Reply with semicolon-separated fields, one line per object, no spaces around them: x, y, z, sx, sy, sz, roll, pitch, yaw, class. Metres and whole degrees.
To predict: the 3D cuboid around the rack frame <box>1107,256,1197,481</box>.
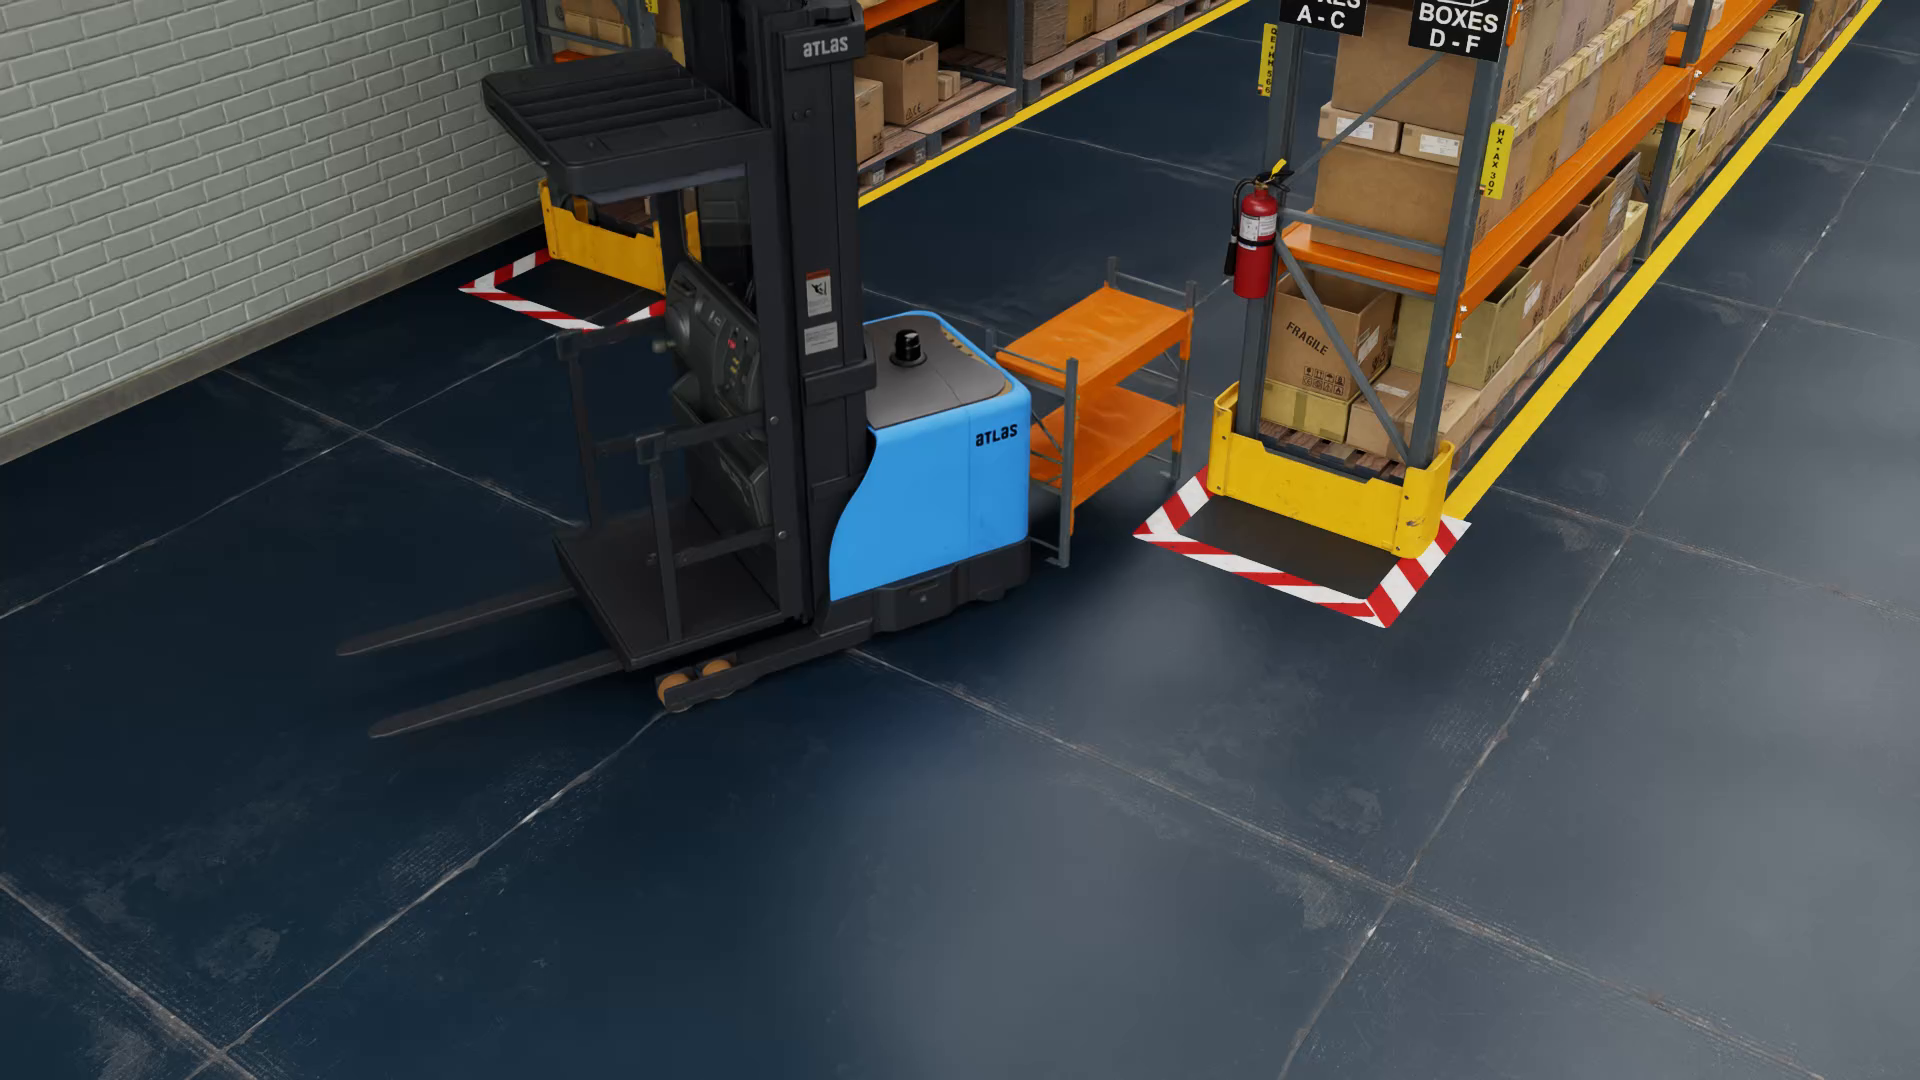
0.949;-0.870;8.532;0.500;1.125;0.032;24;41;31;rack frame

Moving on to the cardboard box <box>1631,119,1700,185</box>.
4.569;-2.632;11.043;0.500;0.311;0.500;21;40;28;cardboard box

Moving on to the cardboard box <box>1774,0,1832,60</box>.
6.904;-4.359;13.857;0.500;0.500;0.500;23;40;30;cardboard box

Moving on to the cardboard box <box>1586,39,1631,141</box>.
3.296;-2.614;9.349;0.700;0.500;0.500;22;40;29;cardboard box

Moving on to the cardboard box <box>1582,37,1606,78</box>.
3.126;-2.542;8.663;0.380;0.149;0.250;22;40;29;cardboard box

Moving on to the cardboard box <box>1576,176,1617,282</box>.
3.467;-1.858;9.731;0.500;0.500;0.500;21;39;28;cardboard box

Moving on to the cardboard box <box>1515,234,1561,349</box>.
2.895;-1.399;9.051;0.500;0.500;0.500;21;39;28;cardboard box

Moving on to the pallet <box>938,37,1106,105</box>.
0.500;-4.038;14.032;1.003;0.211;1.213;21;39;28;pallet

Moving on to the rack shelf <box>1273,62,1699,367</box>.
2.988;-2.035;9.224;1.077;0.370;4.000;21;39;28;rack shelf

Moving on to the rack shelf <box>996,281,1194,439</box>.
0.636;-0.888;8.036;0.538;0.278;1.000;24;41;31;rack shelf

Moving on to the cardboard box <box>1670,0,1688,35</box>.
4.374;-3.432;10.781;0.500;0.250;0.500;24;41;31;cardboard box

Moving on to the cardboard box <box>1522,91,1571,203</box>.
2.708;-2.135;8.640;0.700;0.500;0.500;22;40;28;cardboard box

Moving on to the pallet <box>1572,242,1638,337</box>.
3.641;-1.746;10.643;1.003;0.211;1.213;21;39;28;pallet

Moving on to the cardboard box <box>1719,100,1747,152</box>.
5.439;-3.103;12.240;0.500;0.250;0.500;22;40;29;cardboard box

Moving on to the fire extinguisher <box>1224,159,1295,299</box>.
1.399;-1.475;7.822;0.296;0.674;0.183;21;39;28;fire extinguisher

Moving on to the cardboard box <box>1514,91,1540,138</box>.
2.540;-2.071;7.967;0.380;0.149;0.250;21;40;28;cardboard box

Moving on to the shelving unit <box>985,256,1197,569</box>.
0.636;-0.645;8.200;0.538;1.125;1.048;24;41;31;shelving unit

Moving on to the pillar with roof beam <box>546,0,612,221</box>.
1.002;-4.702;7.170;9.100;9.000;0.400;21;39;28;pillar with roof beam

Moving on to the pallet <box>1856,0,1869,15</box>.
8.258;-5.394;16.038;1.003;0.211;1.213;21;39;28;pallet

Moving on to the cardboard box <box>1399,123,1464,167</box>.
2.249;-1.835;7.617;0.380;0.149;0.250;21;39;28;cardboard box

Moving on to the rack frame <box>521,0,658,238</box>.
-2.224;-2.993;9.999;1.000;3.000;0.127;21;39;28;rack frame

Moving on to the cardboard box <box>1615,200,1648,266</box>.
4.044;-2.005;10.617;0.500;0.250;0.500;21;39;28;cardboard box

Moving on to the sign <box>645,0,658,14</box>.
-1.778;-3.179;9.500;0.100;0.325;0.005;21;39;28;sign

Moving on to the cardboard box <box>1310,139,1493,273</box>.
2.125;-1.665;7.945;0.700;0.500;0.500;21;39;28;cardboard box

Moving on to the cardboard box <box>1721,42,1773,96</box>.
5.732;-3.569;12.429;0.500;0.311;0.500;21;39;28;cardboard box

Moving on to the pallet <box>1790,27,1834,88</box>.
6.866;-4.271;14.377;1.003;0.211;1.213;21;39;28;pallet

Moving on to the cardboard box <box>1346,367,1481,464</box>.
2.337;-0.624;8.574;0.500;0.250;0.500;21;39;28;cardboard box

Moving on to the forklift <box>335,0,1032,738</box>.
-1.209;-0.812;6.834;3.031;2.935;1.130;-17;38;-24;forklift

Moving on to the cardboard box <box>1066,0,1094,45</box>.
0.717;-4.579;14.182;0.700;0.500;0.500;20;39;27;cardboard box

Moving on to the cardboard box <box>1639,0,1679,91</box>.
3.881;-3.089;10.051;0.700;0.500;0.500;20;39;27;cardboard box

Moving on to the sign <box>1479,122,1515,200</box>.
2.301;-1.624;7.131;0.100;0.325;0.005;21;39;28;sign

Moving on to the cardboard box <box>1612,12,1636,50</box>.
3.424;-2.786;9.024;0.380;0.149;0.250;22;40;29;cardboard box

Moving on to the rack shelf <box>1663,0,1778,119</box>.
5.269;-3.876;11.946;1.077;0.370;4.000;21;39;28;rack shelf

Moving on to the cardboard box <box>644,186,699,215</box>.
-1.755;-2.351;11.057;0.500;0.311;0.500;17;37;23;cardboard box

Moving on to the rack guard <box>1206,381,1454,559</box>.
1.834;-0.366;8.345;1.175;0.500;0.348;21;39;28;rack guard

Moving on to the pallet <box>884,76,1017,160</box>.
-0.297;-3.359;13.028;1.003;0.211;1.213;21;39;28;pallet

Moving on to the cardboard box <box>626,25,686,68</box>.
-1.685;-3.063;10.217;0.500;0.250;0.500;20;39;27;cardboard box

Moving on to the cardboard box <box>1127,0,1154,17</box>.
1.321;-5.036;14.858;0.700;0.500;0.500;21;39;28;cardboard box

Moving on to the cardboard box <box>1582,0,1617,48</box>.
3.023;-2.933;8.663;0.700;0.500;0.500;21;39;28;cardboard box

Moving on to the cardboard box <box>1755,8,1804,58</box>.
6.313;-4.042;13.128;0.500;0.311;0.500;22;40;29;cardboard box

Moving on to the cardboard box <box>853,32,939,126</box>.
-0.502;-3.491;12.573;0.500;0.500;0.500;18;38;25;cardboard box

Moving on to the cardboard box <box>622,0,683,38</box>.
-1.705;-3.374;10.008;0.500;0.500;0.500;21;39;28;cardboard box

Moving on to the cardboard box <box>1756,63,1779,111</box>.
6.019;-3.571;12.933;0.500;0.250;0.500;21;39;28;cardboard box

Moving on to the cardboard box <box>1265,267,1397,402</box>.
1.909;-1.100;8.610;0.500;0.500;0.500;21;39;28;cardboard box

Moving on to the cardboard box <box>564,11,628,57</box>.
-2.116;-3.217;10.445;0.500;0.250;0.500;22;40;29;cardboard box

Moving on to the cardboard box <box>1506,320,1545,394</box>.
2.904;-1.085;9.256;0.500;0.250;0.500;21;39;28;cardboard box

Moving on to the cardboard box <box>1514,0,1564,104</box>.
2.450;-2.471;7.978;0.700;0.500;0.500;20;39;27;cardboard box

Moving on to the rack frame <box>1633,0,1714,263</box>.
4.129;-3.254;10.384;1.000;3.000;0.127;21;39;28;rack frame

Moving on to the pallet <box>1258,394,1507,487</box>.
2.250;-0.623;8.983;1.003;0.211;1.213;21;39;28;pallet

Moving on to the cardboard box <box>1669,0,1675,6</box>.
4.007;-3.257;9.720;0.380;0.149;0.250;20;39;27;cardboard box

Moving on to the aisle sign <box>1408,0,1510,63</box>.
2.062;-2.362;6.744;0.394;0.787;0.004;21;39;28;aisle sign

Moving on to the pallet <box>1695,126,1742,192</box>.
5.212;-3.014;12.518;1.003;0.211;1.213;21;39;28;pallet

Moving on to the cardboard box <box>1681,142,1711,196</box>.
4.855;-2.630;11.541;0.500;0.250;0.500;22;40;29;cardboard box

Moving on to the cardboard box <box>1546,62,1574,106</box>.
2.836;-2.310;8.320;0.380;0.149;0.250;20;39;27;cardboard box

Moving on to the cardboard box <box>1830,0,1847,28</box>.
7.488;-4.831;14.555;0.500;0.500;0.500;21;39;28;cardboard box

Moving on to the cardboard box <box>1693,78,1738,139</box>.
5.153;-3.099;11.734;0.500;0.311;0.500;20;39;27;cardboard box

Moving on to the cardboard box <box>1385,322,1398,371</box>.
2.186;-1.023;9.165;0.500;0.250;0.500;21;39;28;cardboard box

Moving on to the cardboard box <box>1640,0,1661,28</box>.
3.711;-3.015;9.362;0.380;0.149;0.250;21;39;28;cardboard box

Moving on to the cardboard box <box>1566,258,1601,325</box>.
3.478;-1.544;9.935;0.500;0.250;0.500;21;39;28;cardboard box
